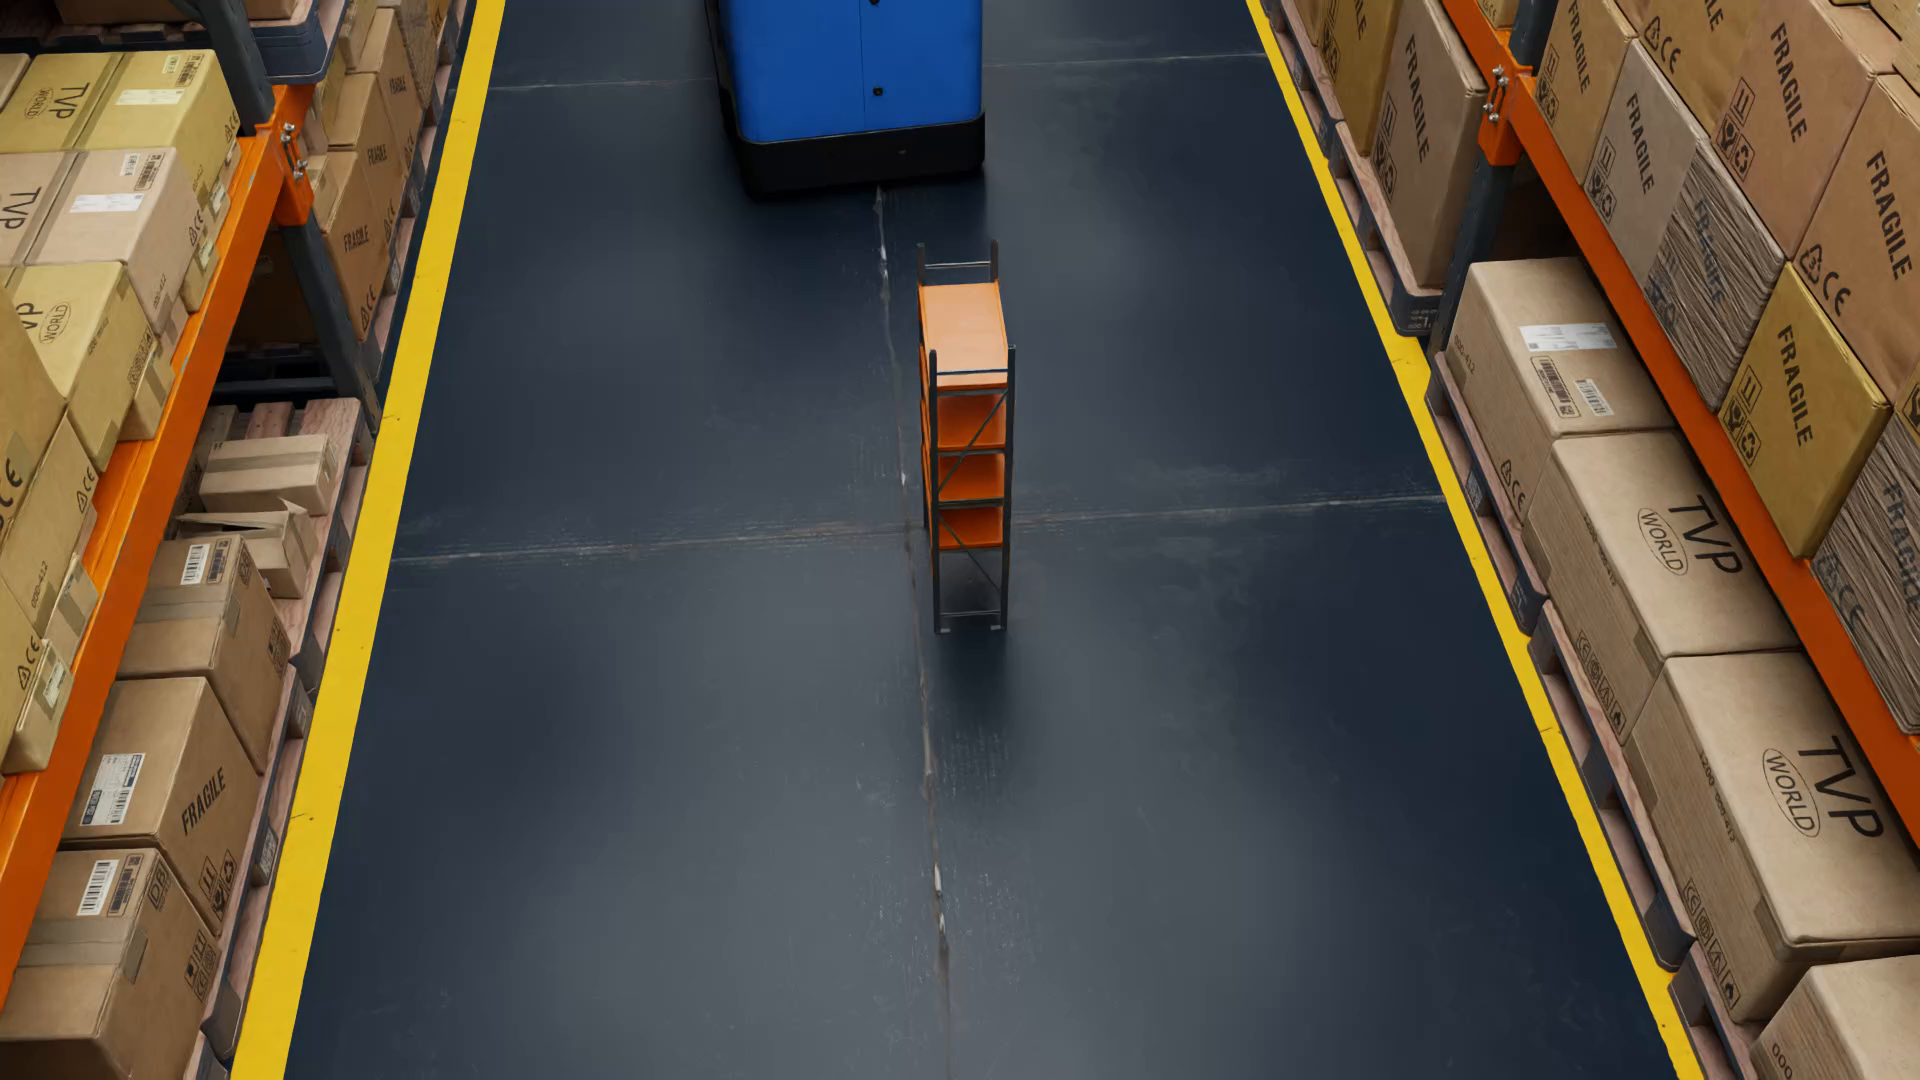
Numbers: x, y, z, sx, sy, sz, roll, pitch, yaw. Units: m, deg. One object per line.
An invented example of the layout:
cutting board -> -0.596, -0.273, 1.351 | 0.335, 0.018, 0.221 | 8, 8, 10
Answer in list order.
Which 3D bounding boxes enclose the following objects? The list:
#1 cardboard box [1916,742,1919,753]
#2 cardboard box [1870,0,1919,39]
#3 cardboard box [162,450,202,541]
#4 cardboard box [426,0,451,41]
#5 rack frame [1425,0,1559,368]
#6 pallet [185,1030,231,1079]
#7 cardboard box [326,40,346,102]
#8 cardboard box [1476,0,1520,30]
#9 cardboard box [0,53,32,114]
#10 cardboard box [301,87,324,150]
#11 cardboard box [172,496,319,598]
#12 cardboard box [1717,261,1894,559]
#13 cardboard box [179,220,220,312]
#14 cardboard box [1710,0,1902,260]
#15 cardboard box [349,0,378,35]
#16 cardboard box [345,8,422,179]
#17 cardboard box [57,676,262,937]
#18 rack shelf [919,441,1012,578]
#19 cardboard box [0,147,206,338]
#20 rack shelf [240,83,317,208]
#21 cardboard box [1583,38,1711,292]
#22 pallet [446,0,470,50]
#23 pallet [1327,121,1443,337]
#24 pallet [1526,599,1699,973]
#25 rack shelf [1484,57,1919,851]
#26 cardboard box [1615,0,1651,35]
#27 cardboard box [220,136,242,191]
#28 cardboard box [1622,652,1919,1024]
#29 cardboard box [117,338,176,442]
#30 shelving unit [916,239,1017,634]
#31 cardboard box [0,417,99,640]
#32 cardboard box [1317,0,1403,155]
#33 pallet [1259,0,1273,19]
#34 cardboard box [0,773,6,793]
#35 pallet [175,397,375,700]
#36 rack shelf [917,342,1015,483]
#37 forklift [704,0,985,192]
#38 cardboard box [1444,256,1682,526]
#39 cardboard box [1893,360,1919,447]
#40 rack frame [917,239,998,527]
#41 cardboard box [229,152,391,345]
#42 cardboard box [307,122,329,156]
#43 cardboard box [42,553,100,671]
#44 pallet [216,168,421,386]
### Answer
cardboard box -> 2.305, 0.430, 3.208 | 0.500, 0.500, 0.500 | -4, 47, -4
cardboard box -> 2.226, -1.168, 3.586 | 0.380, 0.149, 0.250 | -4, 47, -3
cardboard box -> -2.825, -0.155, 5.394 | 0.500, 0.311, 0.500 | -2, 47, -2
cardboard box -> -2.652, -2.573, 7.553 | 0.500, 0.500, 0.500 | -2, 47, -2
rack frame -> 2.301, -1.732, 5.325 | 1.000, 3.000, 0.127 | -3, 47, -3
pallet -> -2.384, 1.793, 3.906 | 1.003, 0.211, 1.213 | -3, 47, -3
cardboard box -> -2.579, -1.790, 6.365 | 0.380, 0.149, 0.250 | -4, 47, -4
cardboard box -> 2.013, -1.990, 5.672 | 0.500, 0.250, 0.500 | -4, 47, -4
cardboard box -> -2.872, -1.104, 4.628 | 0.500, 0.250, 0.500 | -4, 47, -4
cardboard box -> -2.479, -1.499, 5.884 | 0.380, 0.149, 0.250 | -6, 47, -5
cardboard box -> -2.275, 0.011, 5.267 | 0.396, 0.266, 0.258 | -2, 47, -2
cardboard box -> 2.196, -0.314, 3.913 | 0.500, 0.500, 0.500 | -2, 47, -2
cardboard box -> -2.277, -0.753, 4.570 | 0.380, 0.149, 0.250 | -2, 47, -2
cardboard box -> 2.168, -1.014, 3.887 | 0.500, 0.500, 0.500 | -3, 47, -3
cardboard box -> -2.581, -2.152, 6.708 | 0.380, 0.149, 0.250 | -2, 47, -2
cardboard box -> -2.553, -1.822, 6.842 | 0.500, 0.500, 0.500 | -5, 47, -4
cardboard box -> -2.244, 0.724, 4.431 | 0.500, 0.500, 0.500 | -3, 47, -3
rack shelf -> 0.014, -0.110, 5.394 | 0.258, 0.148, 0.480 | -3, 47, -3
cardboard box -> -2.302, -0.763, 4.306 | 0.500, 0.250, 0.500 | -3, 47, -3
rack shelf -> -2.812, -2.628, 6.668 | 1.077, 0.370, 4.000 | -3, 47, -3
cardboard box -> 2.118, -1.047, 4.607 | 0.500, 0.500, 0.500 | -3, 47, -3
pallet -> -2.955, -2.821, 8.276 | 1.003, 0.211, 1.213 | -3, 47, -3
pallet -> 2.162, -1.327, 6.862 | 1.003, 0.211, 1.213 | -3, 47, -3
pallet -> 2.392, 0.666, 4.974 | 1.003, 0.211, 1.213 | -3, 47, -3
rack shelf -> 2.469, -0.038, 4.215 | 1.077, 0.370, 4.000 | -3, 47, -3
cardboard box -> 2.100, -1.751, 4.585 | 0.500, 0.500, 0.500 | -3, 47, -3
cardboard box -> -2.366, -1.126, 4.924 | 0.380, 0.149, 0.250 | -3, 47, -3
cardboard box -> 2.396, 0.765, 4.435 | 0.875, 0.438, 0.875 | -2, 47, -2
cardboard box -> -2.232, -0.378, 4.215 | 0.380, 0.149, 0.250 | -4, 47, -4
shelving unit -> 0.014, -0.293, 5.201 | 0.258, 1.200, 0.503 | -3, 47, -3
cardboard box -> -2.231, -0.029, 3.610 | 0.500, 0.250, 0.500 | -5, 47, -4
cardboard box -> 2.086, -2.243, 6.982 | 0.875, 0.875, 0.875 | -2, 47, -2
pallet -> 1.958, -3.093, 8.533 | 1.003, 0.211, 1.213 | -3, 47, -3
cardboard box -> -2.176, 0.550, 3.336 | 0.380, 0.149, 0.250 | -3, 47, -3
pallet -> -2.588, 0.028, 5.578 | 1.003, 0.211, 1.213 | -3, 47, -3
rack shelf -> 0.014, -0.400, 5.087 | 0.258, 0.148, 0.480 | -3, 47, -3
forklift -> -0.676, -3.569, 7.111 | 1.130, 2.935, 3.031 | -8, 47, -7
cardboard box -> 2.247, -0.535, 5.666 | 0.875, 0.438, 0.875 | -4, 47, -4
cardboard box -> 2.248, -0.285, 3.197 | 0.500, 0.500, 0.500 | -4, 47, -4
rack frame -> -0.007, -0.469, 5.368 | 0.240, 1.200, 0.015 | -3, 47, -3
cardboard box -> -2.461, -1.076, 6.136 | 0.500, 0.500, 0.500 | -2, 47, -2
cardboard box -> -2.510, -1.407, 6.002 | 0.380, 0.149, 0.250 | -5, 47, -4
cardboard box -> -2.164, 0.174, 3.693 | 0.380, 0.149, 0.250 | -3, 47, -2
pallet -> -2.750, -1.055, 6.604 | 1.003, 0.211, 1.213 | -3, 47, -3
